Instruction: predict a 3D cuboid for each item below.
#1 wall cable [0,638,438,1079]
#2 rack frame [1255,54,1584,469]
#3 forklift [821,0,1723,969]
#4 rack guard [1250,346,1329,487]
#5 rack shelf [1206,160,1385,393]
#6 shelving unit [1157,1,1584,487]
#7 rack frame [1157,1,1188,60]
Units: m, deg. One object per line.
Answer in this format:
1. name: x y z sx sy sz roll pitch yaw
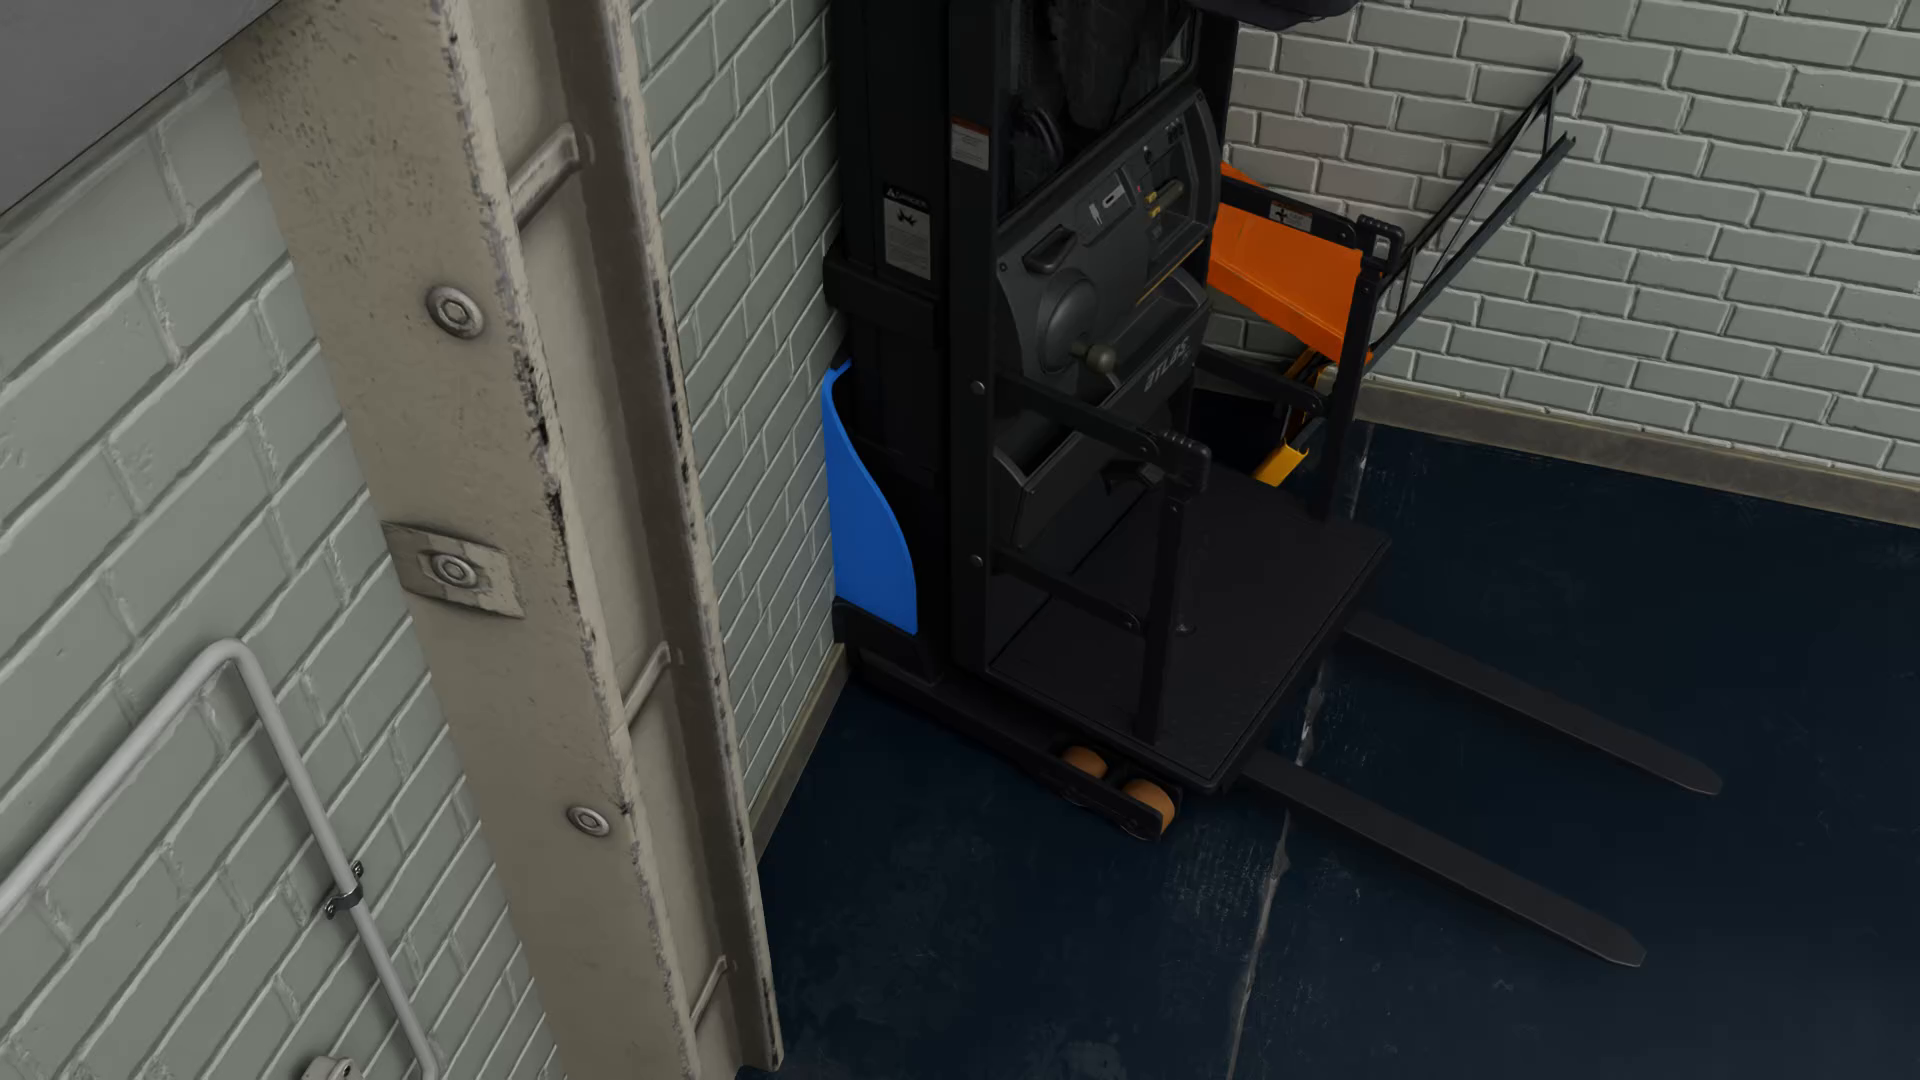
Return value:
1. wall cable: -1.133 0.823 1.538 0.084 1.984 1.851 13 46 13
2. rack frame: 1.324 -0.747 4.952 0.032 1.500 0.500 31 45 -5
3. forklift: 0.539 -0.677 3.846 3.031 2.935 1.130 26 50 24
4. rack guard: 1.063 -0.387 5.392 0.087 0.250 0.587 31 45 -5
5. rack shelf: 0.814 -0.901 5.032 1.000 0.185 0.538 31 45 -5
6. shelving unit: 0.896 -1.000 4.906 1.083 1.500 0.587 31 45 -5
7. rack frame: 0.453 -1.262 4.859 0.032 1.500 0.500 31 45 -5
